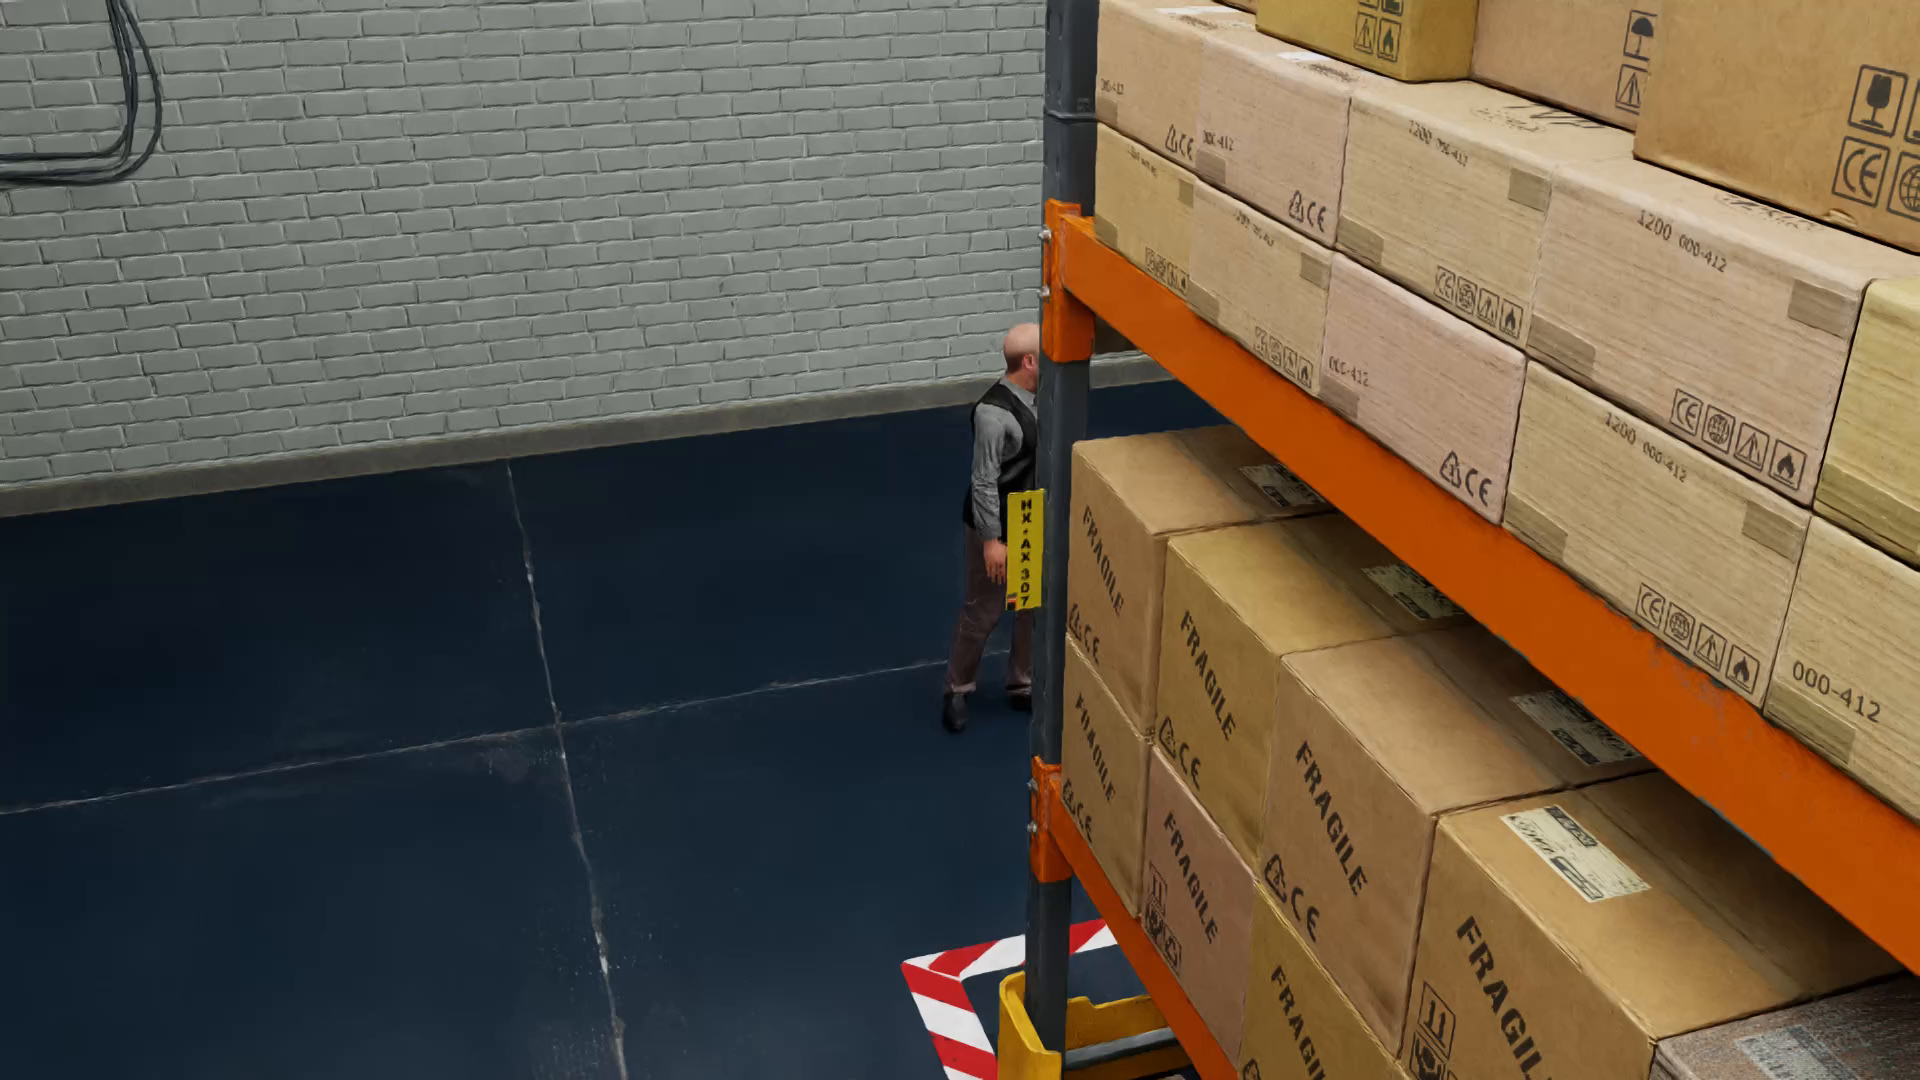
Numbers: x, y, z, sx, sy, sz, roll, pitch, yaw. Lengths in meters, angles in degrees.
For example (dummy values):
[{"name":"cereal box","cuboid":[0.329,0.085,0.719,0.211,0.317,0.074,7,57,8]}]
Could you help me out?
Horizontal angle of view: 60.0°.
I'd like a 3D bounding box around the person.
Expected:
[{"name":"person","cuboid":[0.205,-0.041,6.724,0.529,1.722,0.598,15,30,28]}]
